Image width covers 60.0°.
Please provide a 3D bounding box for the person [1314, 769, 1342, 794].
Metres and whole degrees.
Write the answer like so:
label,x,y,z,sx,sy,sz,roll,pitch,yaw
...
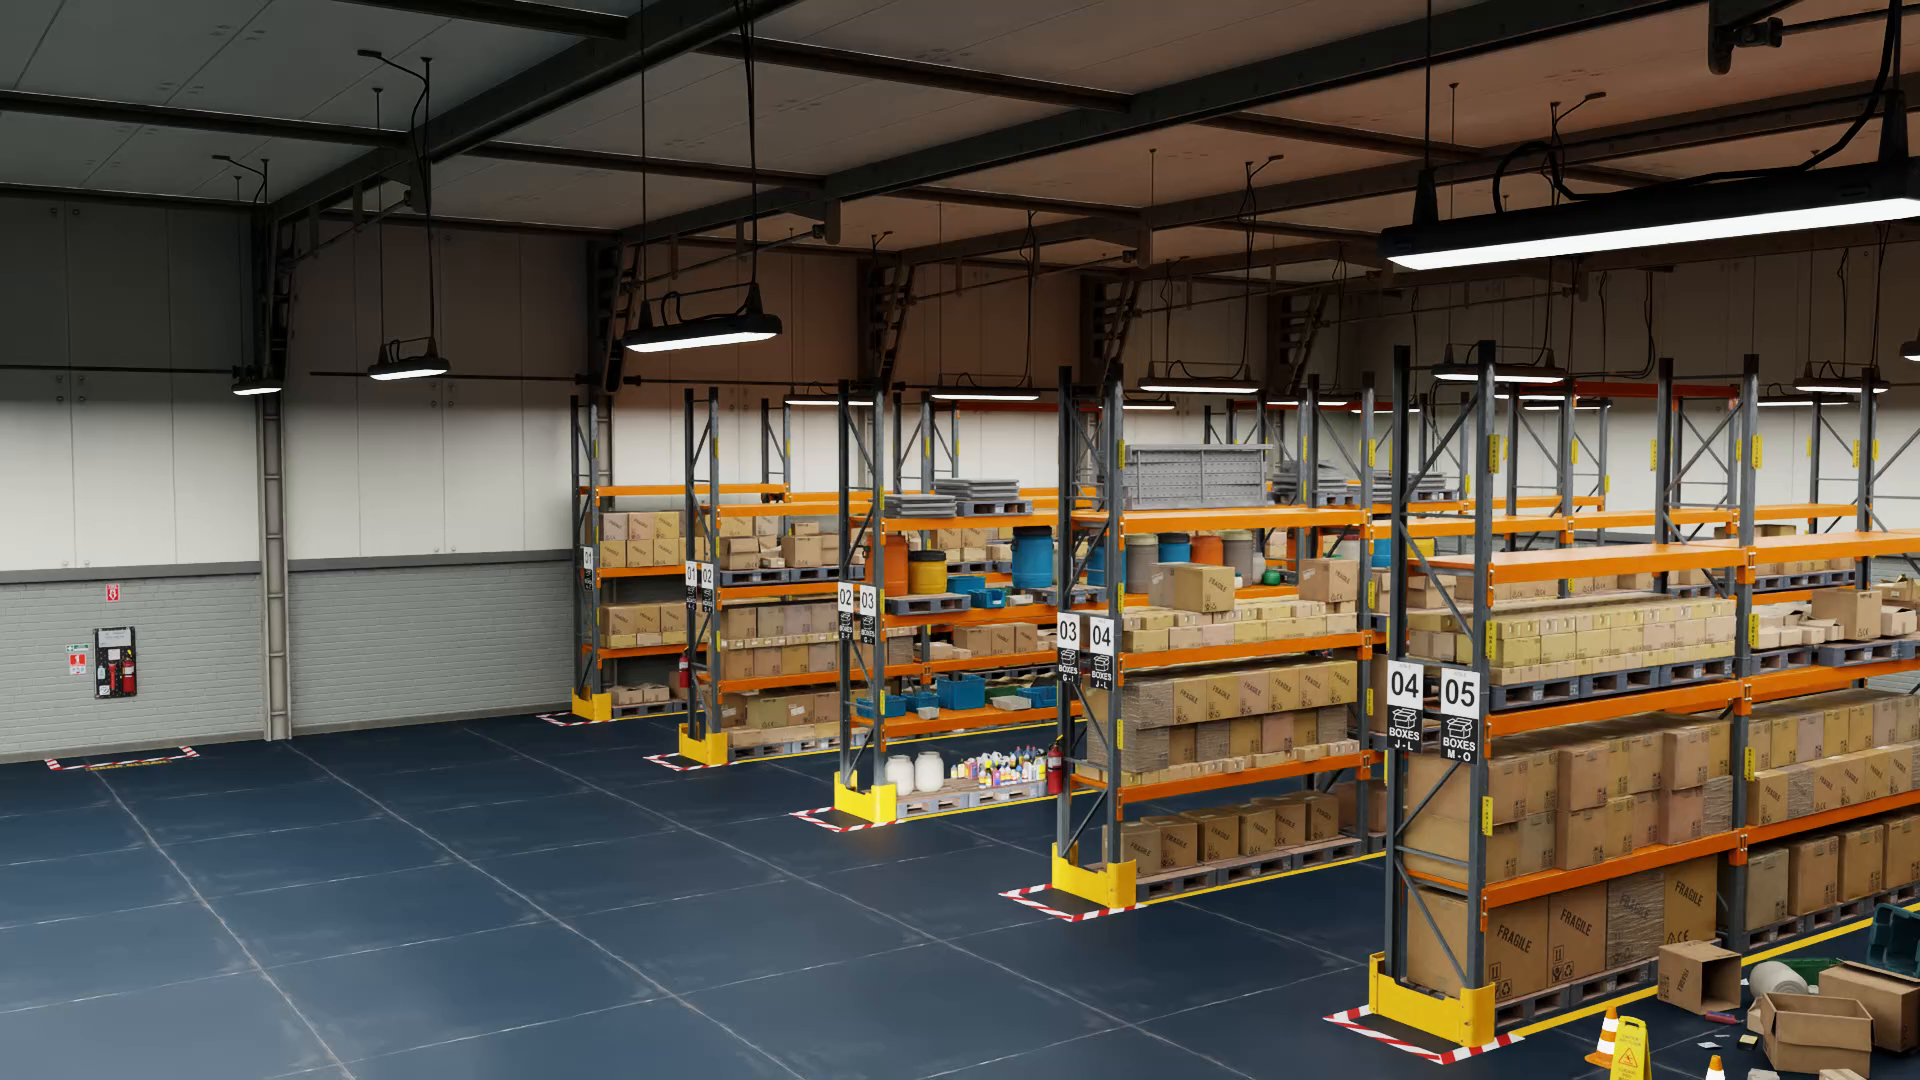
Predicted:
label,x,y,z,sx,sy,sz,roll,pitch,yaw
person,5.177,2.833,23.935,0.967,1.716,0.616,-2,4,-27
